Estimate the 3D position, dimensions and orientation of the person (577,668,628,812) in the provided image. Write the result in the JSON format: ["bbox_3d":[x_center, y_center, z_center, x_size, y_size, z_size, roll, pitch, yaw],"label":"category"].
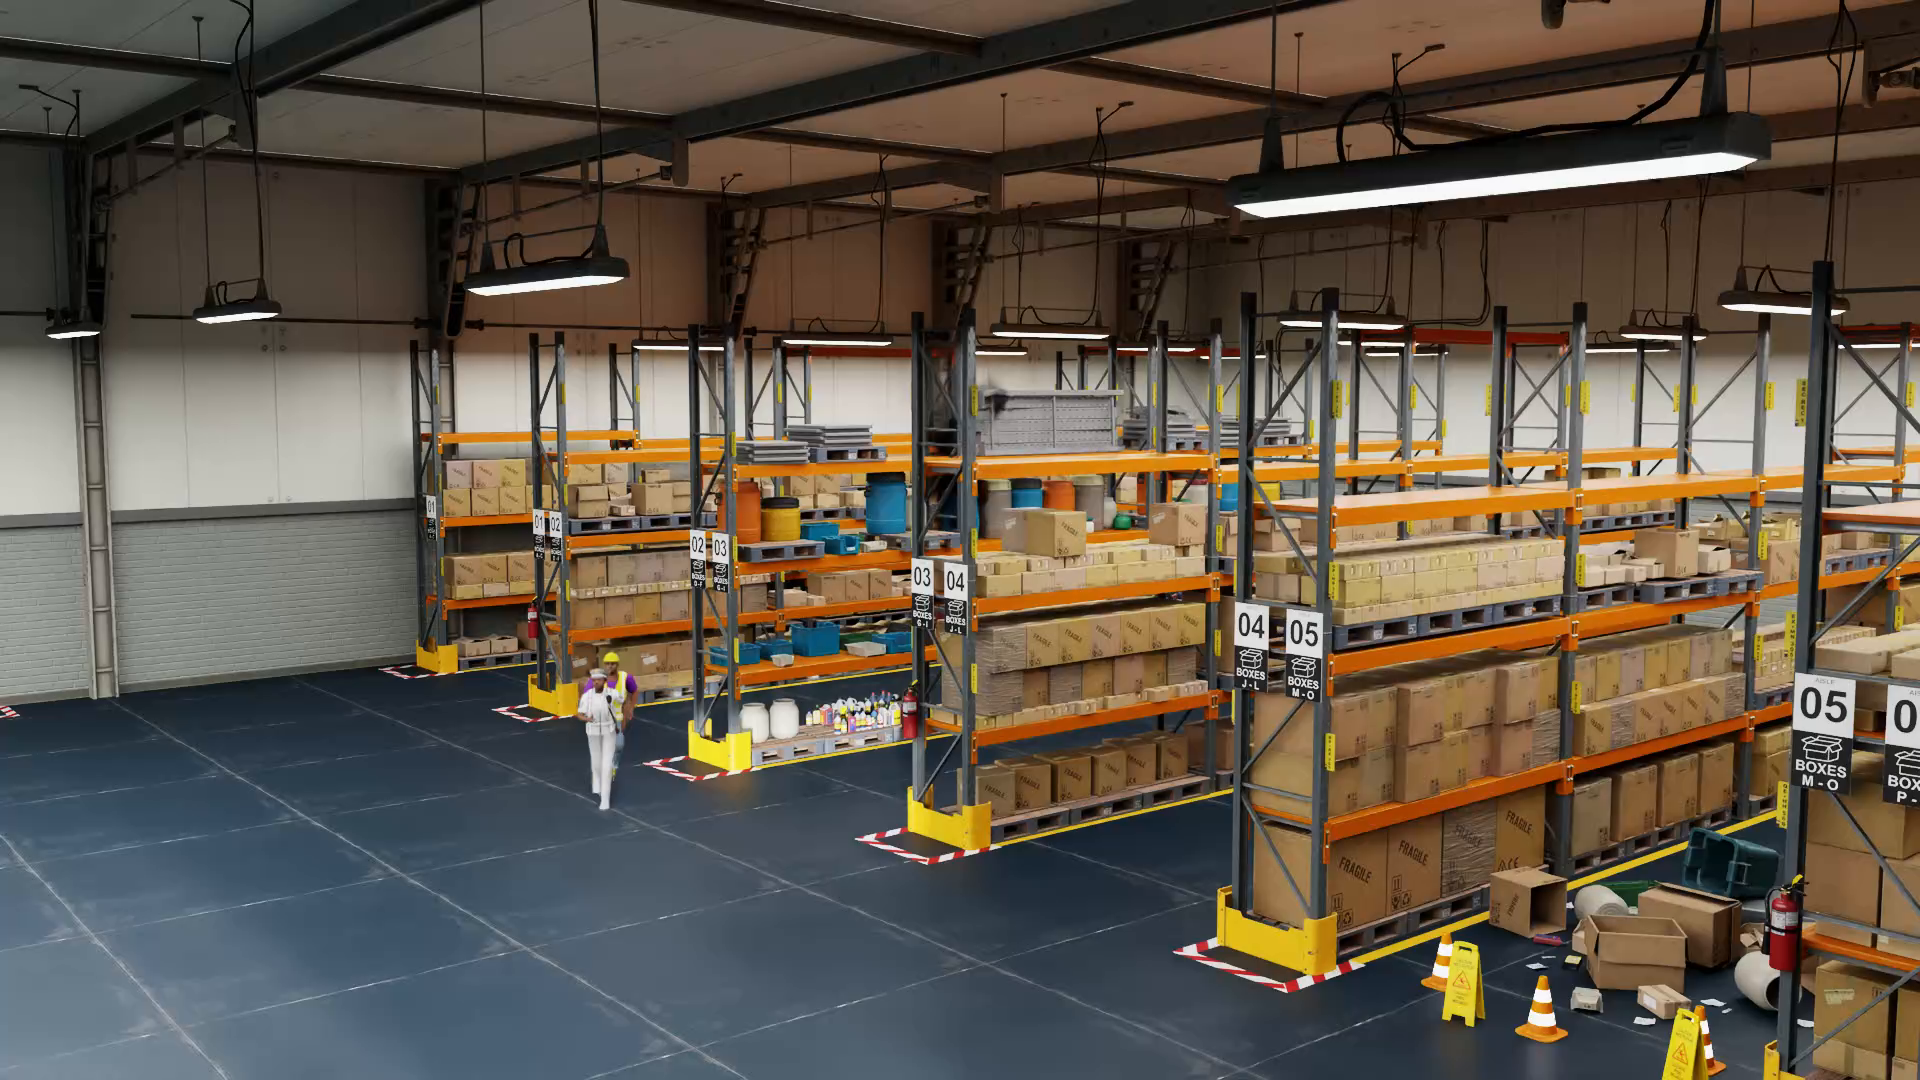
[{"bbox_3d":[-4.420,2.419,20.601,0.586,1.737,0.919,0,5,-3],"label":"person"}]

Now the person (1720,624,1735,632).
[{"bbox_3d":[11.008,2.078,23.973,0.826,1.750,0.696,-4,7,-39],"label":"person"}]

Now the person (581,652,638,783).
[{"bbox_3d":[-4.525,2.309,21.545,0.734,1.715,0.636,-1,5,-14],"label":"person"}]
